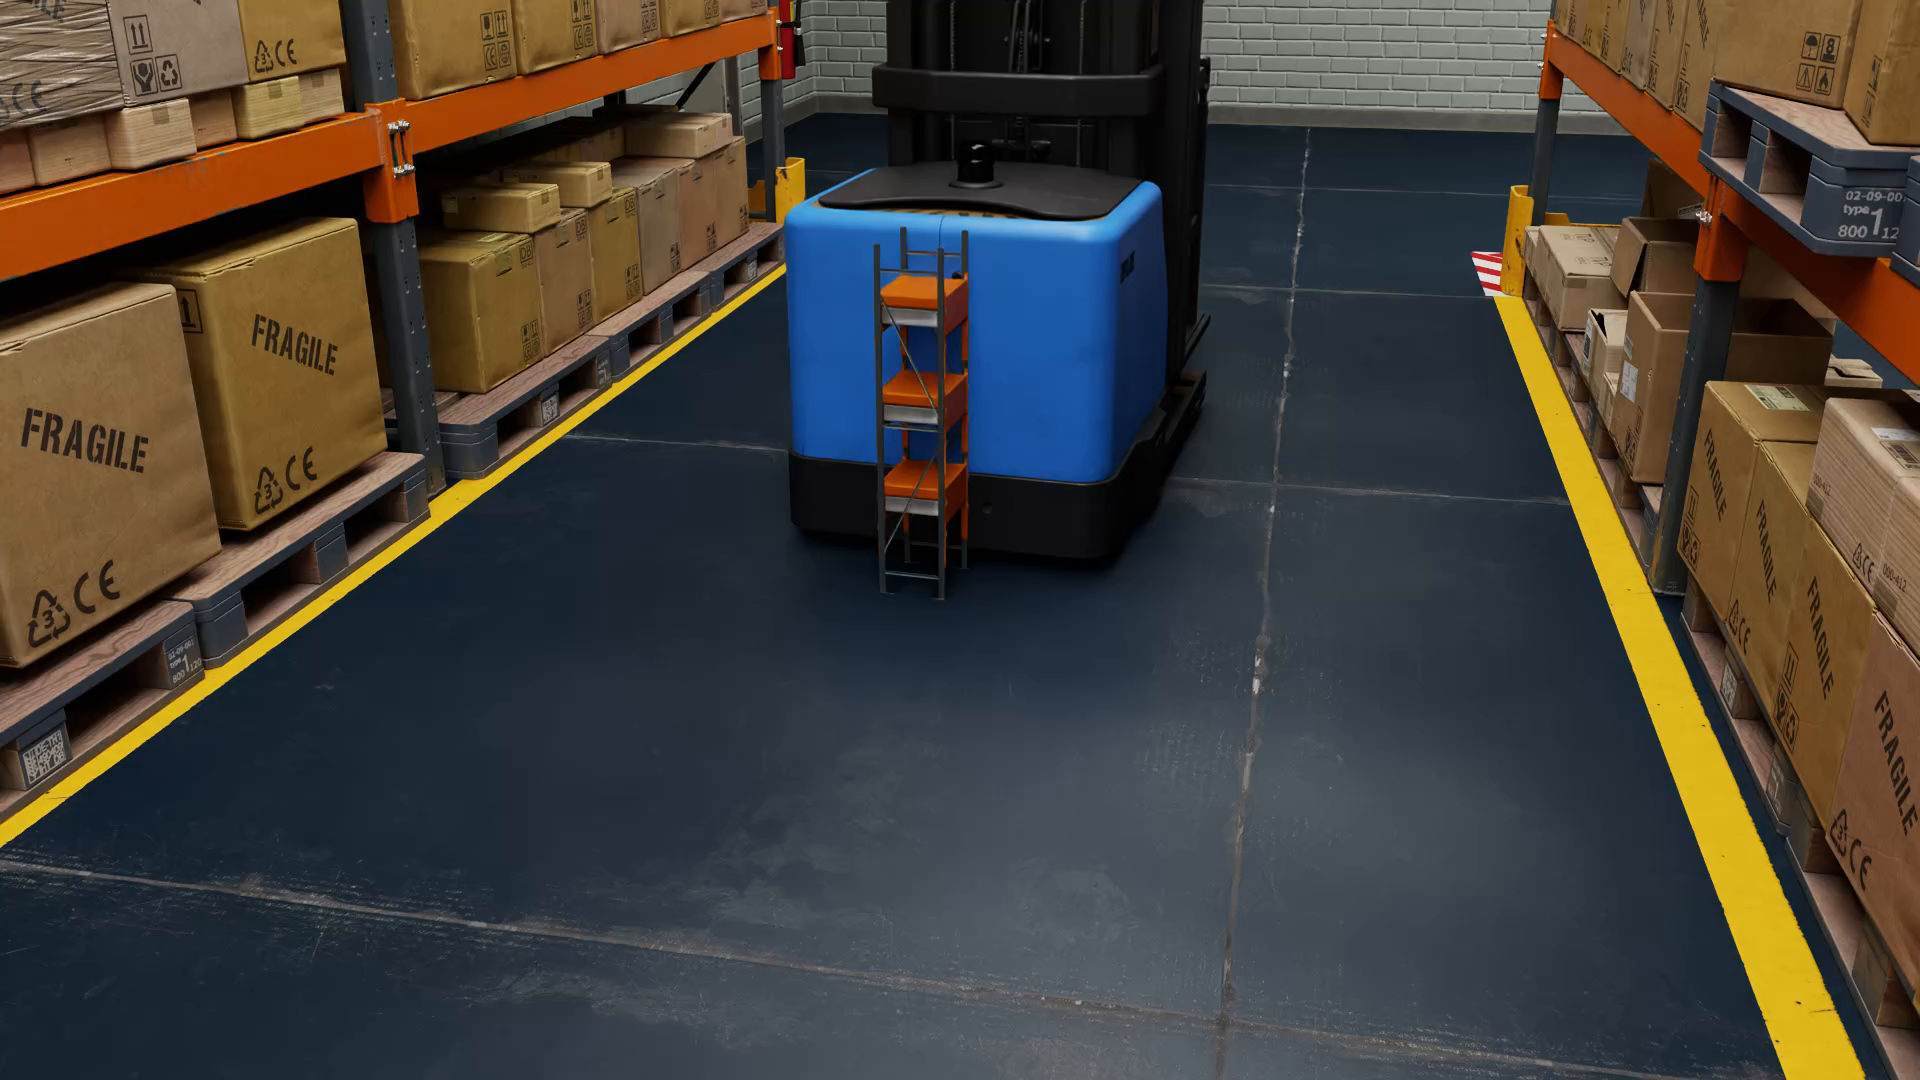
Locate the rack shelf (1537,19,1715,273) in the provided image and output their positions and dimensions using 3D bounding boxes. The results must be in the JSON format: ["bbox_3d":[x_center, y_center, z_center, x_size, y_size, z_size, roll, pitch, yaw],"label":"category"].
[{"bbox_3d":[2.970,-1.606,6.289,1.077,0.370,4.000,4,22,11],"label":"rack shelf"}]

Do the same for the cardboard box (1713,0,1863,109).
[{"bbox_3d":[2.247,-1.293,3.853,0.700,0.500,0.500,-3,22,-7],"label":"cardboard box"}]

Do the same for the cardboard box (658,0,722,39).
[{"bbox_3d":[-1.704,-2.732,7.721,0.980,0.700,0.700,4,22,10],"label":"cardboard box"}]

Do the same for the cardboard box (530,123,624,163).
[{"bbox_3d":[-1.841,-1.904,7.982,0.380,0.149,0.250,5,22,11],"label":"cardboard box"}]

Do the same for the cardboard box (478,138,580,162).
[{"bbox_3d":[-1.944,-1.717,7.517,0.380,0.149,0.250,5,22,11],"label":"cardboard box"}]

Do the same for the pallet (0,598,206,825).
[{"bbox_3d":[-2.618,0.445,3.967,1.003,0.211,1.213,4,22,11],"label":"pallet"}]

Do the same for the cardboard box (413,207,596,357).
[{"bbox_3d":[-1.929,-1.069,6.776,0.700,0.500,0.500,4,22,10],"label":"cardboard box"}]

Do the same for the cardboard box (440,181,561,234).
[{"bbox_3d":[-1.786,-1.298,6.476,0.380,0.149,0.250,5,23,13],"label":"cardboard box"}]

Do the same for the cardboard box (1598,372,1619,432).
[{"bbox_3d":[2.419,-0.462,5.712,0.380,0.149,0.250,4,22,11],"label":"cardboard box"}]

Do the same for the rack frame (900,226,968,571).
[{"bbox_3d":[-0.074,-0.404,4.951,0.200,1.050,0.008,6,23,15],"label":"rack frame"}]

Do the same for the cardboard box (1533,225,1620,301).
[{"bbox_3d":[2.888,-1.240,7.508,0.500,0.250,0.500,4,22,11],"label":"cardboard box"}]

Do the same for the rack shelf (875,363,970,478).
[{"bbox_3d":[-0.107,-0.350,4.846,0.215,0.259,0.240,6,23,15],"label":"rack shelf"}]

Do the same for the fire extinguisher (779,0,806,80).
[{"bbox_3d":[-0.989,-2.858,9.039,0.296,0.674,0.183,4,22,11],"label":"fire extinguisher"}]

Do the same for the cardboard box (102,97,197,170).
[{"bbox_3d":[-2.201,-1.045,4.244,0.380,0.149,0.250,4,22,11],"label":"cardboard box"}]

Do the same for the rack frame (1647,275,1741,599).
[{"bbox_3d":[2.562,-1.208,4.338,1.000,3.000,0.127,4,22,11],"label":"rack frame"}]

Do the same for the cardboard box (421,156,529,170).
[{"bbox_3d":[-2.048,-1.530,7.053,0.380,0.149,0.250,5,22,11],"label":"cardboard box"}]

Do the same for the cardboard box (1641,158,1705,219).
[{"bbox_3d":[3.509,-1.498,7.815,0.500,0.500,0.500,4,22,11],"label":"cardboard box"}]

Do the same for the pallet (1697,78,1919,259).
[{"bbox_3d":[2.292,-0.835,3.669,1.003,0.211,1.213,4,22,11],"label":"pallet"}]

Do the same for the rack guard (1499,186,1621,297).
[{"bbox_3d":[3.363,-1.484,8.369,1.175,0.500,0.348,4,22,11],"label":"rack guard"}]

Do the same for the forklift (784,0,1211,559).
[{"bbox_3d":[0.353,-1.824,5.958,1.130,2.935,3.031,6,23,15],"label":"forklift"}]

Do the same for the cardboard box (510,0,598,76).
[{"bbox_3d":[-2.007,-2.187,6.368,0.980,0.700,0.700,4,22,10],"label":"cardboard box"}]

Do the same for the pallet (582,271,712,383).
[{"bbox_3d":[-1.809,-1.011,7.580,1.003,0.211,1.213,4,22,11],"label":"pallet"}]

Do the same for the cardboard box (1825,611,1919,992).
[{"bbox_3d":[1.914,0.469,2.932,0.500,0.500,0.500,4,22,9],"label":"cardboard box"}]

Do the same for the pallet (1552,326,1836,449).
[{"bbox_3d":[2.950,-0.613,6.594,1.003,0.211,1.213,4,22,11],"label":"pallet"}]

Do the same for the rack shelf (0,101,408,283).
[{"bbox_3d":[-2.696,-0.519,3.591,1.077,0.370,4.000,4,22,11],"label":"rack shelf"}]

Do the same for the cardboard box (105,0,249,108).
[{"bbox_3d":[-2.230,-1.403,4.262,0.500,0.500,0.500,5,22,11],"label":"cardboard box"}]

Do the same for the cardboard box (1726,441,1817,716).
[{"bbox_3d":[2.127,0.102,3.843,0.500,0.500,0.500,5,22,12],"label":"cardboard box"}]

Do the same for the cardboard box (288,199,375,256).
[{"bbox_3d":[-2.259,-1.148,6.105,0.380,0.149,0.250,4,22,11],"label":"cardboard box"}]

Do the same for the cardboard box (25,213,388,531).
[{"bbox_3d":[-2.293,-0.534,4.981,0.750,0.750,0.750,5,22,12],"label":"cardboard box"}]

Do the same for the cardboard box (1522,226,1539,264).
[{"bbox_3d":[2.957,-1.426,8.106,0.380,0.149,0.250,4,22,11],"label":"cardboard box"}]

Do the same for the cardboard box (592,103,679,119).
[{"bbox_3d":[-1.687,-2.181,8.669,0.380,0.149,0.250,5,22,11],"label":"cardboard box"}]

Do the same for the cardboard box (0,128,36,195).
[{"bbox_3d":[-2.382,-0.871,3.810,0.380,0.149,0.250,4,22,9],"label":"cardboard box"}]

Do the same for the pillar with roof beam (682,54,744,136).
[{"bbox_3d":[2.447,-6.555,9.585,9.100,9.000,0.400,4,22,11],"label":"pillar with roof beam"}]

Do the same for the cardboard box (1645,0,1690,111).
[{"bbox_3d":[2.517,-1.646,5.290,0.500,0.500,0.500,5,22,12],"label":"cardboard box"}]

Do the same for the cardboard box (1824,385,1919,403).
[{"bbox_3d":[2.860,-0.302,5.099,0.500,0.311,0.500,4,22,11],"label":"cardboard box"}]

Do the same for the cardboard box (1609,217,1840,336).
[{"bbox_3d":[2.941,-0.942,6.429,0.797,0.503,0.637,4,22,11],"label":"cardboard box"}]

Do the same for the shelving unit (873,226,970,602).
[{"bbox_3d":[-0.107,-0.360,4.842,0.215,1.050,0.252,6,23,15],"label":"shelving unit"}]

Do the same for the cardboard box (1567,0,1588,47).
[{"bbox_3d":[2.930,-2.386,7.129,0.500,0.500,0.500,4,22,10],"label":"cardboard box"}]

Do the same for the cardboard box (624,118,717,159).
[{"bbox_3d":[-1.416,-1.965,8.134,0.380,0.149,0.250,5,22,12],"label":"cardboard box"}]

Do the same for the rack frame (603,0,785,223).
[{"bbox_3d":[-1.472,-3.047,8.905,1.000,3.000,0.127,4,22,11],"label":"rack frame"}]

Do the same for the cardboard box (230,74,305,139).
[{"bbox_3d":[-2.108,-1.238,4.721,0.380,0.149,0.250,5,22,12],"label":"cardboard box"}]

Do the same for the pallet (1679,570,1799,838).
[{"bbox_3d":[2.433,0.386,4.113,1.003,0.211,1.213,4,22,11],"label":"pallet"}]

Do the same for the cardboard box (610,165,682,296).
[{"bbox_3d":[-1.721,-1.452,7.728,0.700,0.500,0.500,4,22,9],"label":"cardboard box"}]

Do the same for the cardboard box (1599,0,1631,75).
[{"bbox_3d":[2.721,-2.020,6.221,0.500,0.500,0.500,5,22,12],"label":"cardboard box"}]

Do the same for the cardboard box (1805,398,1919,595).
[{"bbox_3d":[2.021,-0.077,3.282,0.500,0.250,0.500,5,22,11],"label":"cardboard box"}]

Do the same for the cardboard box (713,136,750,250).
[{"bbox_3d":[-1.517,-1.819,8.639,0.700,0.500,0.500,4,22,11],"label":"cardboard box"}]

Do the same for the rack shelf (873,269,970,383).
[{"bbox_3d":[-0.107,-0.613,4.740,0.215,0.259,0.240,6,23,15],"label":"rack shelf"}]
